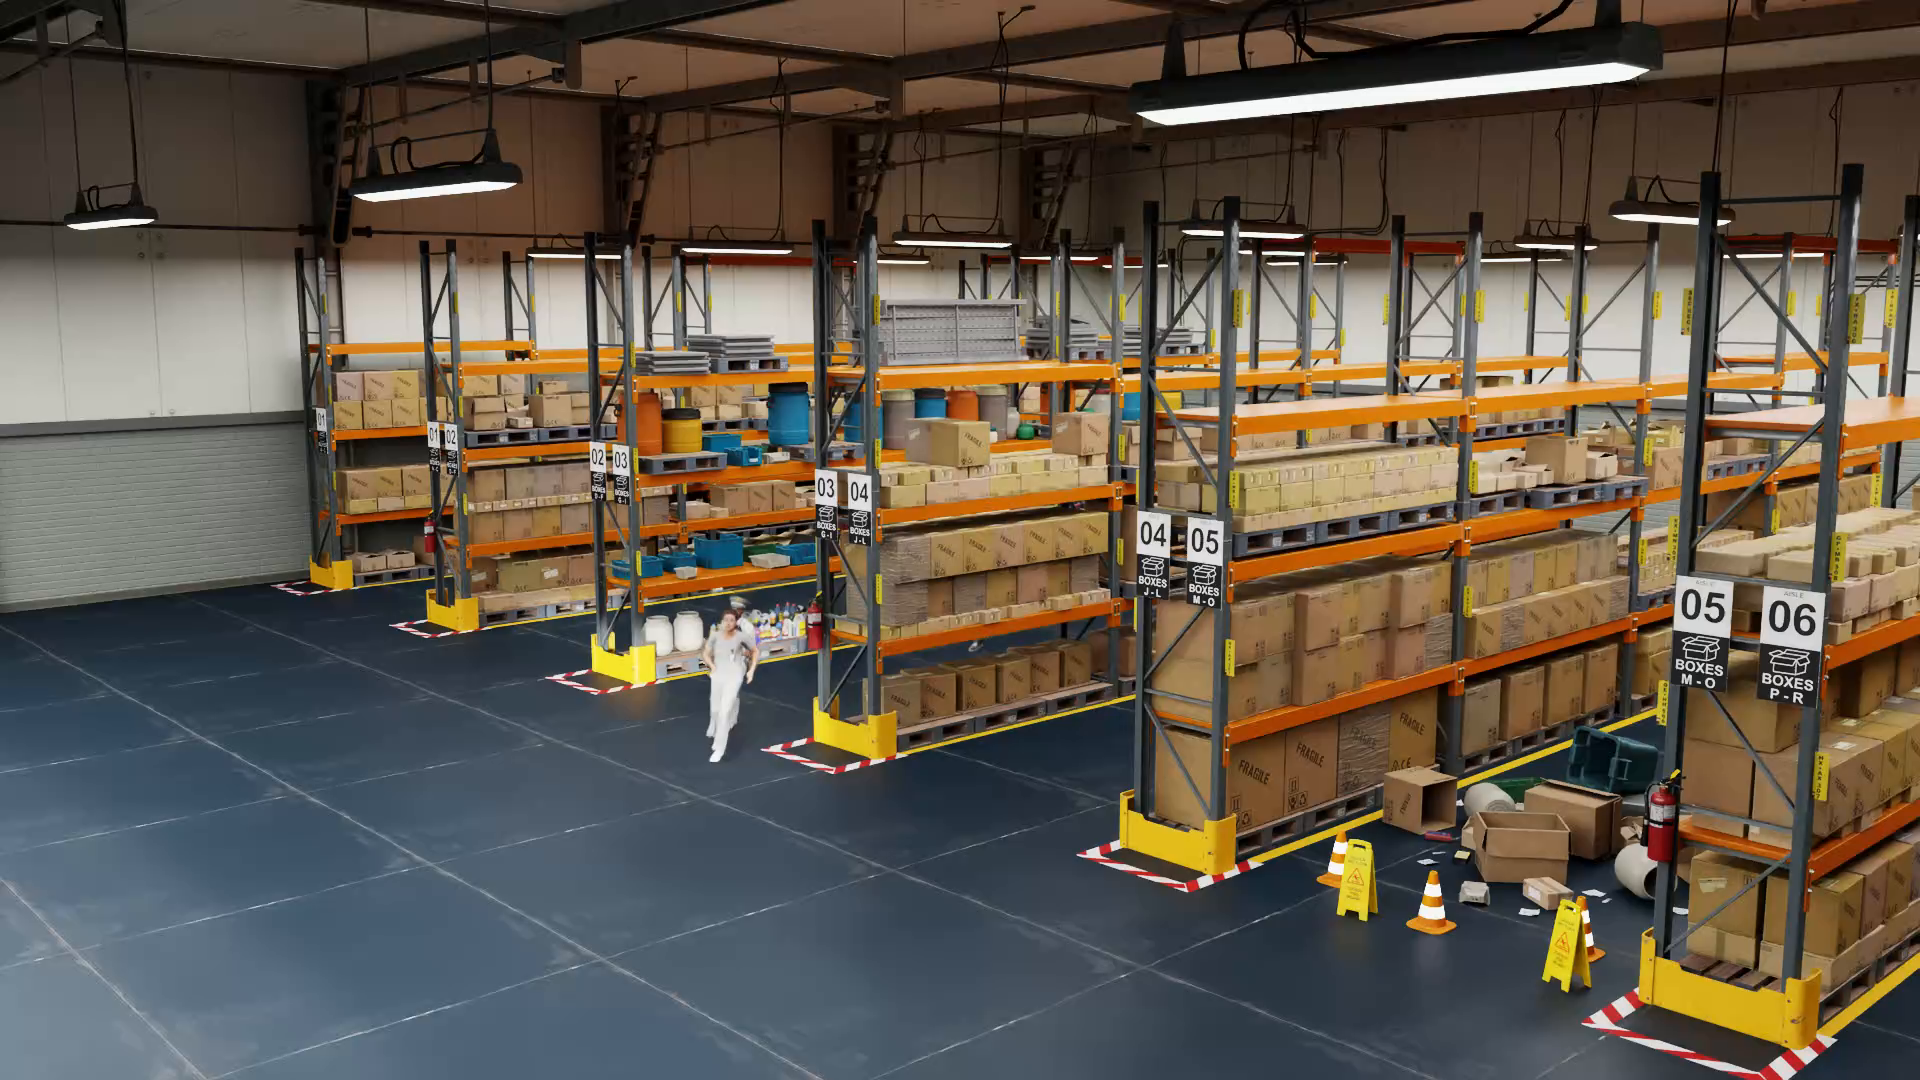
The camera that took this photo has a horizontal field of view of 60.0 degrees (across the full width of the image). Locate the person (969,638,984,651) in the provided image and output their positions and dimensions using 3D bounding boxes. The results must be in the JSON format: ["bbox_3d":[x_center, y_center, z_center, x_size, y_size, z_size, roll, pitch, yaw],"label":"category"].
[{"bbox_3d":[0.208,0.753,23.020,0.547,1.580,0.483,7,11,39],"label":"person"}]

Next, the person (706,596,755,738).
[{"bbox_3d":[-2.683,1.489,19.624,0.585,1.713,0.657,2,9,10],"label":"person"}]

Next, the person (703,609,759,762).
[{"bbox_3d":[-2.595,1.591,18.772,0.613,1.670,0.883,1,8,9],"label":"person"}]
